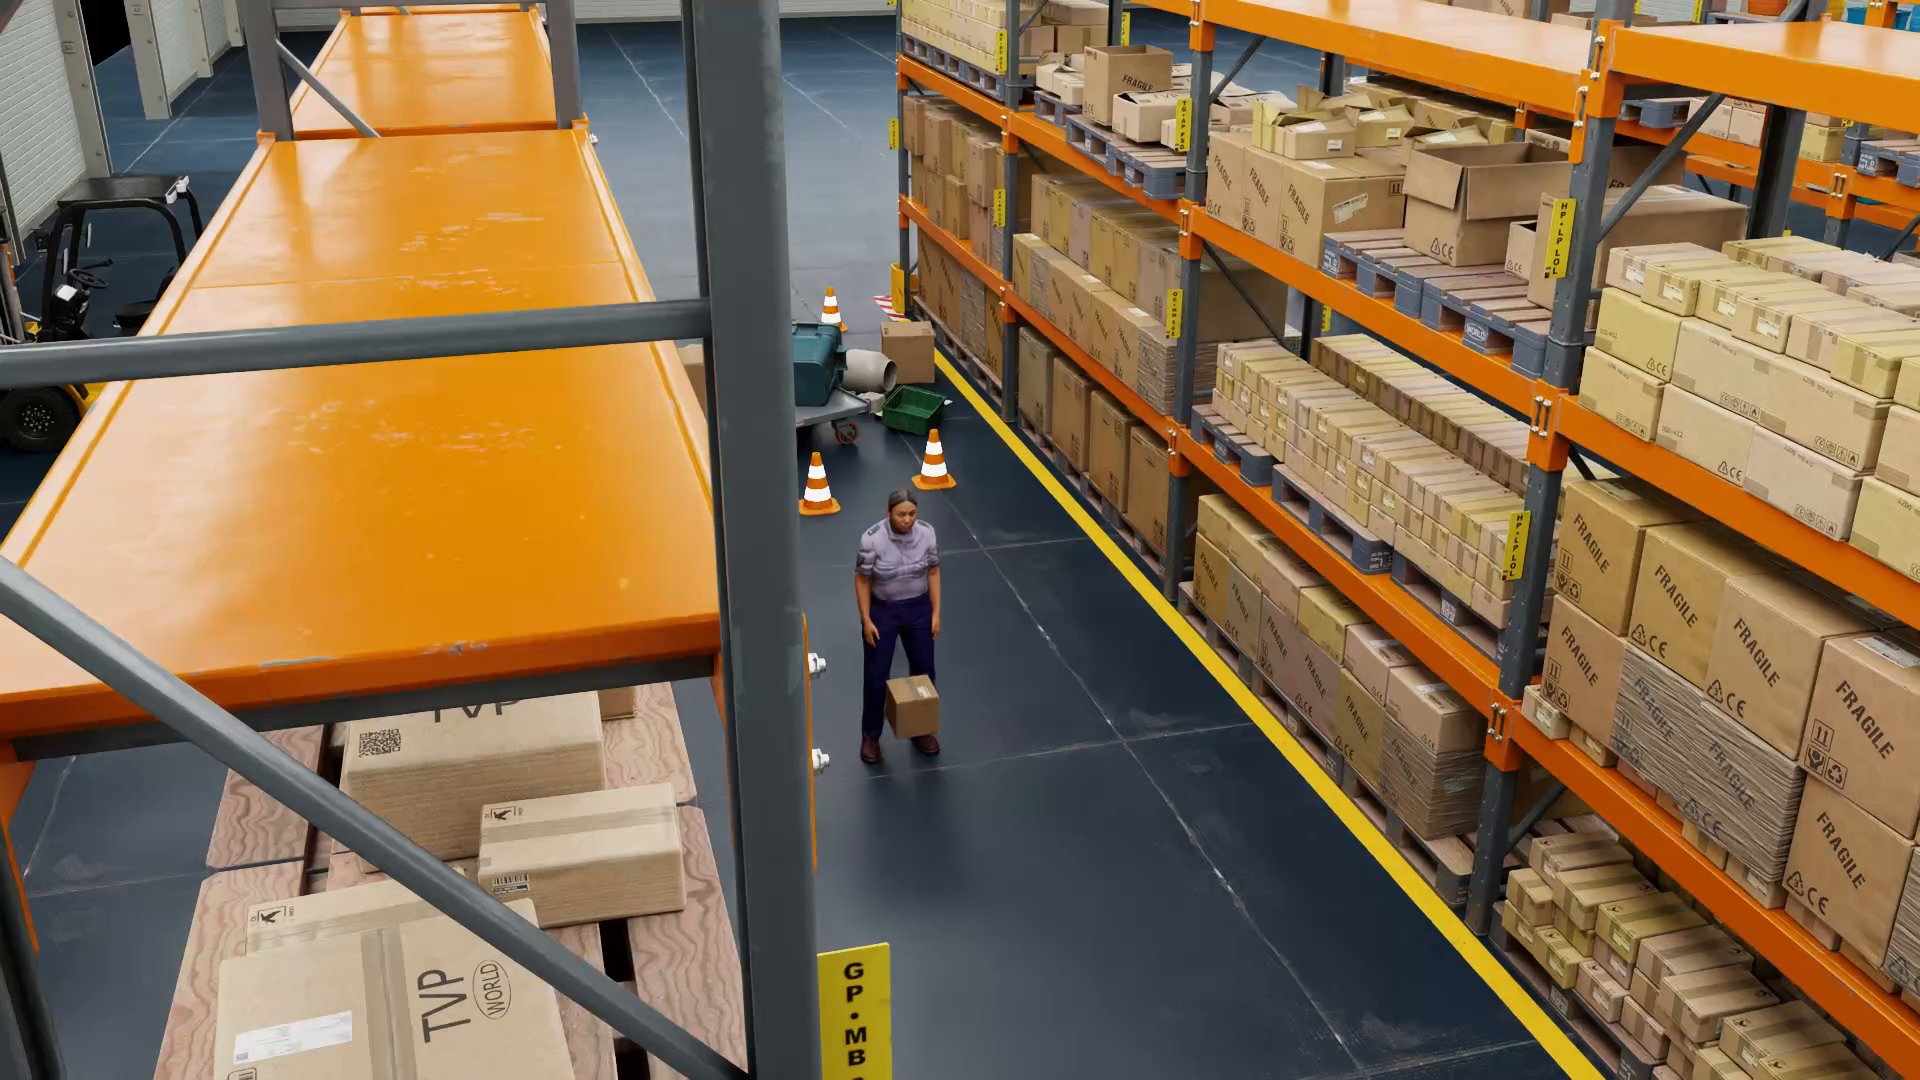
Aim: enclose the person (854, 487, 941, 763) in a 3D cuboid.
[{"bbox_3d":[-0.357,0.461,9.582,0.530,1.641,0.372,-7,24,-16],"label":"person"}]
